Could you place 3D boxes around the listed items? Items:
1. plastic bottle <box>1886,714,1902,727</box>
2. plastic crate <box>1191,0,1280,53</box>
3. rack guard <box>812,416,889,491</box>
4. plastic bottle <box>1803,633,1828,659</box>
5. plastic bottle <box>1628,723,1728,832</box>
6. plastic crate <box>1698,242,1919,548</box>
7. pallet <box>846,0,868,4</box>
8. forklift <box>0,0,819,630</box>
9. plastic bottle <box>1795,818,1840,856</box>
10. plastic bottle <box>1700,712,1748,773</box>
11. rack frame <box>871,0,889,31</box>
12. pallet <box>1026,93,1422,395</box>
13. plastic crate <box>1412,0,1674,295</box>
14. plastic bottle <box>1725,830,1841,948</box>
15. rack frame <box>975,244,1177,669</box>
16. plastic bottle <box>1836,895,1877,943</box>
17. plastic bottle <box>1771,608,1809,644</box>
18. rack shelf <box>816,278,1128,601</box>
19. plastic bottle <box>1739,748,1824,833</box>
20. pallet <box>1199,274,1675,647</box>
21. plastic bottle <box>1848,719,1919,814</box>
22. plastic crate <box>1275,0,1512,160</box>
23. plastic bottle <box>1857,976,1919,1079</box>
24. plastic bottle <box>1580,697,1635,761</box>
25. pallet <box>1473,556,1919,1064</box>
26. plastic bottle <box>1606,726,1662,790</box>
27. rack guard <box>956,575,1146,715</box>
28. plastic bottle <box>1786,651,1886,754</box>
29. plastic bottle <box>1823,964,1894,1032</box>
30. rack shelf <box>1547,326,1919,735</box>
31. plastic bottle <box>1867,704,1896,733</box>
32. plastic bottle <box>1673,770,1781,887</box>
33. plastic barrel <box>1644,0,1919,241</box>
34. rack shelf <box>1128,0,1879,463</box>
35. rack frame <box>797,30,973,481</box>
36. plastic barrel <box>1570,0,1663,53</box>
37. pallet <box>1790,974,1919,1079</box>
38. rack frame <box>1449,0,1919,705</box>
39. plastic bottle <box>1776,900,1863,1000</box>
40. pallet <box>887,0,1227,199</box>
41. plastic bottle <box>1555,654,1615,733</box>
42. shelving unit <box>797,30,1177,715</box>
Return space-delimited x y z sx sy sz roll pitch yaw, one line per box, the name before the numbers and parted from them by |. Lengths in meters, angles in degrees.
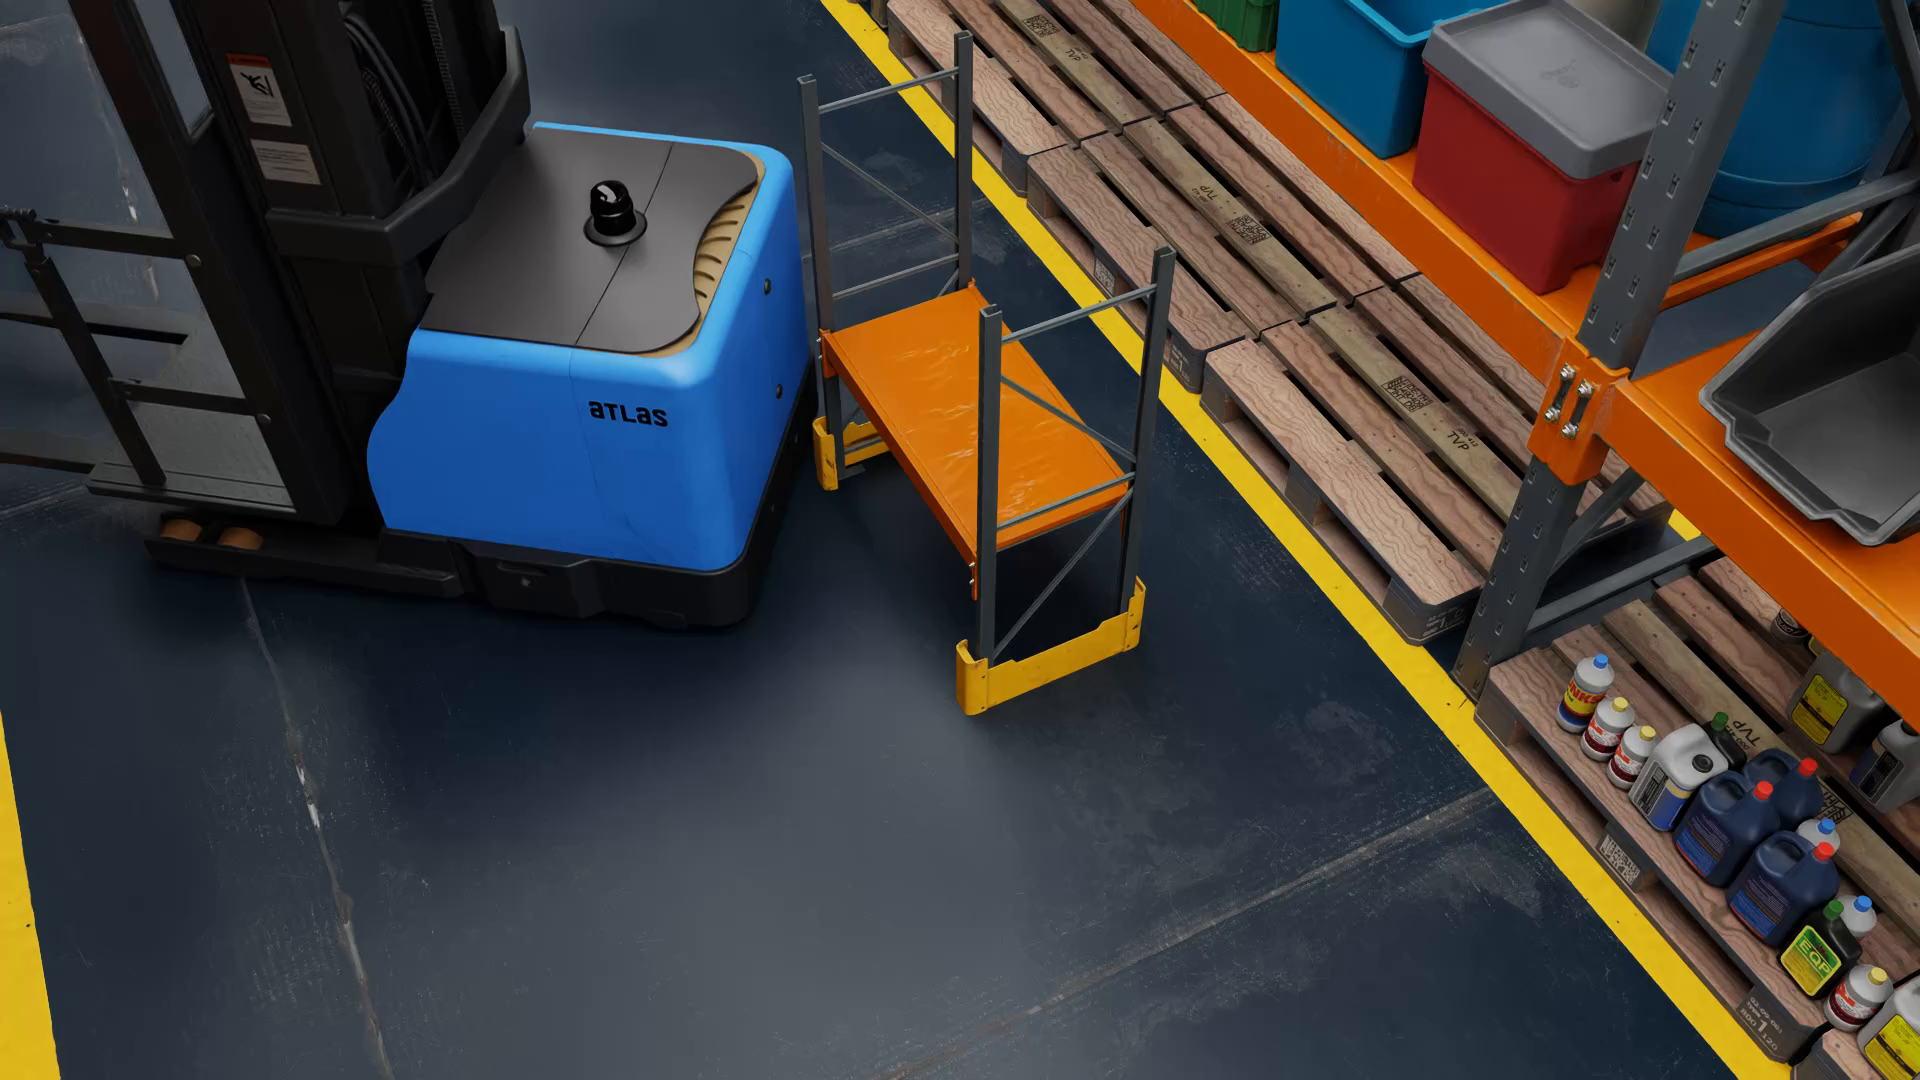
plastic bottle | 2.554 0.467 4.316 0.144 0.351 0.185 -24 53 -19
plastic crate | 0.867 -1.719 4.901 0.450 0.188 0.662 -21 52 -18
rack guard | -0.193 -0.365 5.403 0.587 0.250 0.087 -21 52 -18
plastic bottle | 2.429 0.238 4.562 0.061 0.283 0.133 -19 51 -16
plastic bottle | 1.843 0.603 4.247 0.152 0.276 0.135 -19 52 -16
plastic crate | 2.042 -0.305 3.566 0.767 0.338 0.504 -21 52 -18
pallet | -0.313 -2.992 7.727 1.003 0.211 1.213 -21 52 -18
forklift | -2.036 -1.233 4.381 3.031 2.935 1.130 7 49 6
plastic bottle | 2.089 0.772 4.102 0.097 0.271 0.097 0 49 0
plastic bottle | 1.938 0.564 4.277 0.061 0.283 0.133 -21 52 -18
rack frame | 0.085 -3.397 6.228 1.000 3.000 0.127 -21 52 -18
pallet | 0.959 -1.132 6.100 1.003 0.211 1.213 -21 52 -18
plastic crate | 1.422 -0.960 4.054 0.402 0.464 0.583 -21 52 -18
plastic bottle | 2.002 0.817 4.010 0.144 0.351 0.185 -23 53 -19
rack frame | 0.272 -0.096 4.338 0.500 1.500 0.032 -21 52 -18
plastic bottle | 2.103 0.928 3.965 0.097 0.271 0.097 0 49 0
plastic bottle | 2.358 0.192 4.656 0.097 0.201 0.097 0 49 0
rack shelf | 0.039 -0.318 4.771 0.538 0.185 1.000 -21 52 -18
plastic bottle | 2.044 0.641 4.164 0.144 0.351 0.185 -21 52 -18
pallet | 1.521 -0.314 5.385 1.003 0.211 1.213 -21 52 -18
plastic bottle | 2.434 0.560 4.285 0.152 0.276 0.135 -21 52 -18
plastic crate | 1.134 -1.346 4.445 0.392 0.384 0.575 -21 52 -18
plastic bottle | 2.196 1.101 3.762 0.144 0.351 0.185 -22 52 -18
plastic bottle | 1.718 0.489 4.397 0.097 0.201 0.097 0 49 0
pallet | 2.185 0.662 4.531 1.003 0.211 1.213 -21 52 -18
plastic bottle | 1.764 0.557 4.337 0.097 0.201 0.097 0 49 0
rack guard | 0.263 0.302 4.820 0.587 0.250 0.087 -21 52 -18
plastic bottle | 2.338 0.389 4.385 0.144 0.351 0.185 -21 52 -18
plastic bottle | 2.111 1.063 3.894 0.097 0.201 0.097 0 49 0
rack shelf | 2.830 0.855 2.987 1.077 0.370 4.000 -21 52 -18
plastic bottle | 2.466 0.339 4.428 0.144 0.351 0.185 -22 53 -18
plastic bottle | 1.916 0.690 4.121 0.144 0.351 0.185 -20 52 -17
plastic barrel | 2.008 -1.248 4.016 0.600 0.901 0.708 -21 52 -18
rack shelf | 1.000 -1.822 5.328 1.077 0.370 4.000 -21 52 -18
rack frame | -0.194 -0.777 4.933 0.500 1.500 0.032 -21 52 -18
plastic barrel | 1.672 -1.481 4.462 0.433 0.535 0.433 0 49 0
pallet | 2.748 1.479 3.816 1.003 0.211 1.213 -21 52 -18
rack frame | 1.915 -0.720 3.887 1.000 3.000 0.127 -21 52 -18
plastic bottle | 2.040 0.964 3.927 0.061 0.283 0.133 -19 52 -16
pallet | 0.405 -1.947 6.813 1.003 0.211 1.213 -21 52 -18
plastic bottle | 1.671 0.398 4.430 0.097 0.271 0.097 0 49 0
shelving unit | 0.035 -0.443 4.641 0.587 1.500 1.083 -21 52 -18
